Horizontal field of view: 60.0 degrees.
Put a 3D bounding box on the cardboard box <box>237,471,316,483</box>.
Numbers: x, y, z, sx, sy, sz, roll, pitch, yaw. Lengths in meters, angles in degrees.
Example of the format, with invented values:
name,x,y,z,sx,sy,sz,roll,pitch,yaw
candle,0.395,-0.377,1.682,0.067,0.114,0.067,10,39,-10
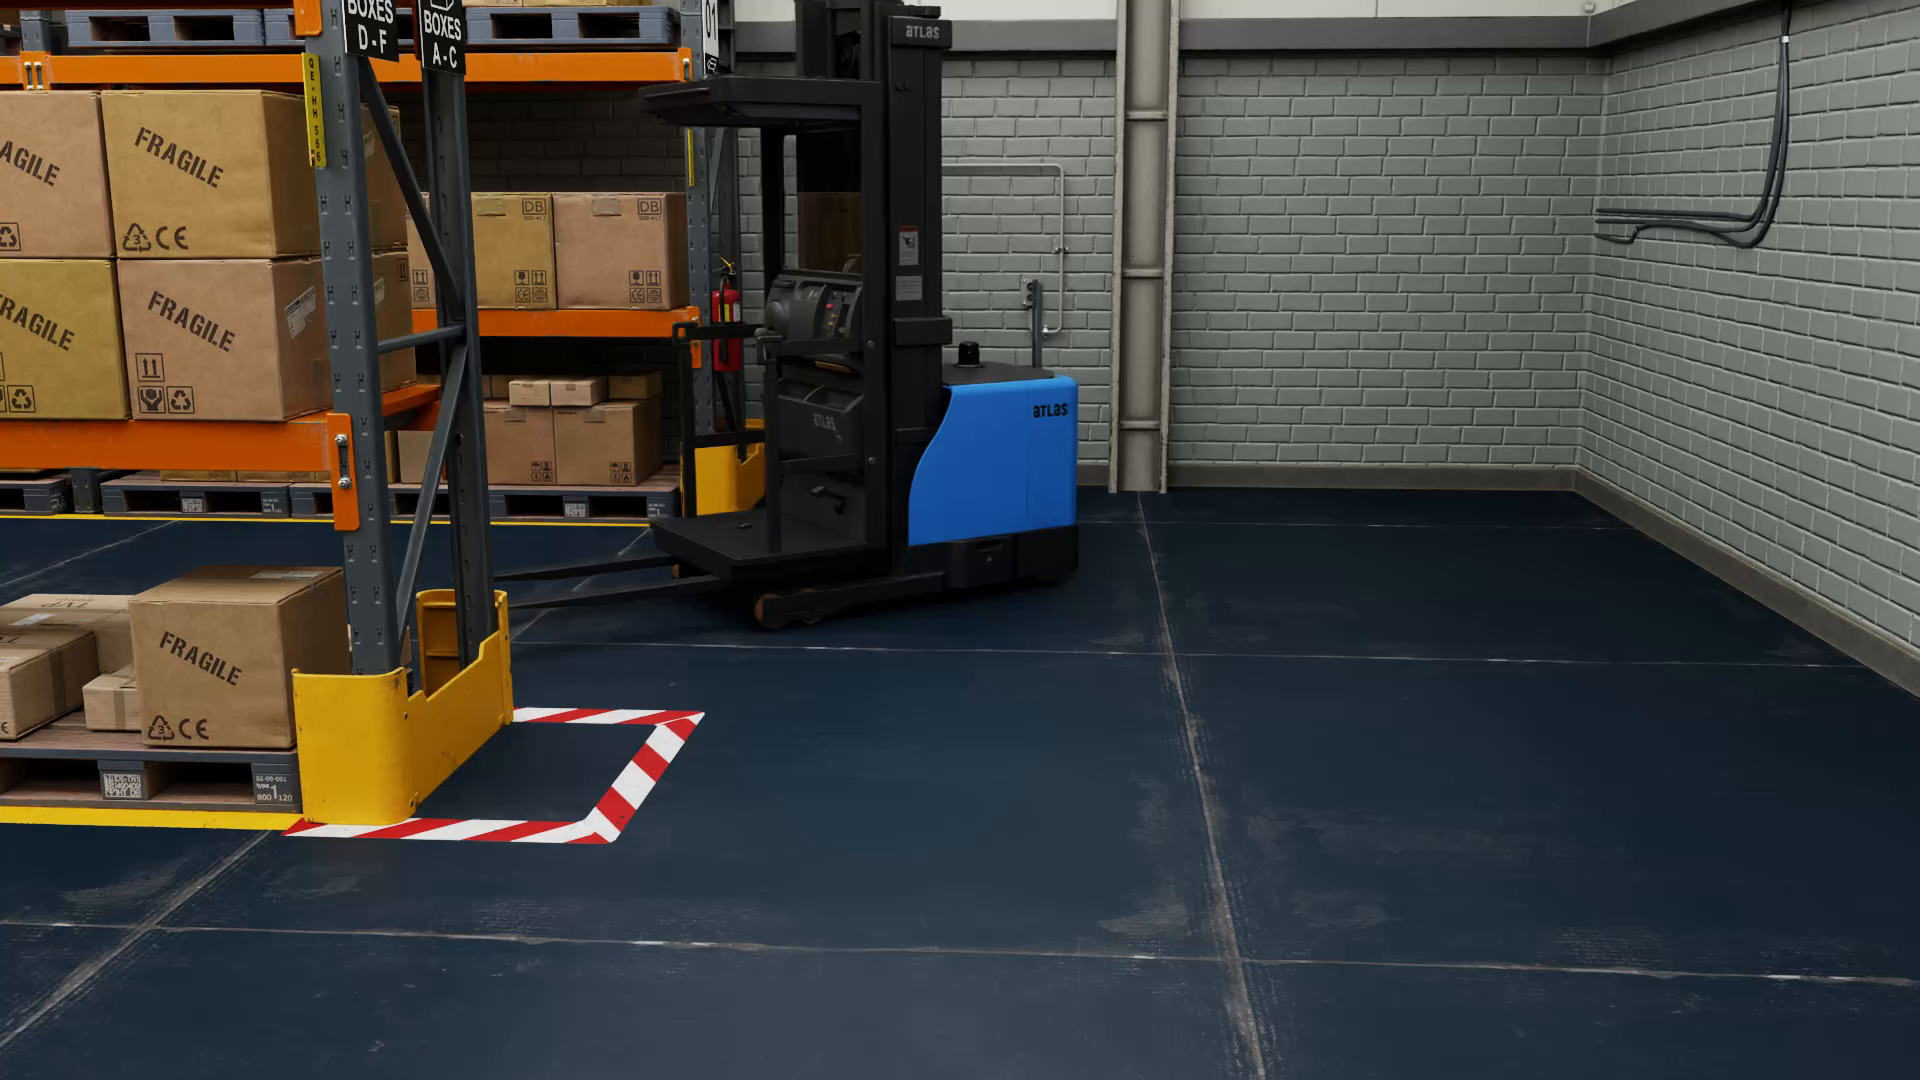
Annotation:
name,x,y,z,sx,sy,sz,roll,pitch,yaw
cardboard box,-4.283,-0.677,10.756,0.500,0.500,0.700,1,12,3

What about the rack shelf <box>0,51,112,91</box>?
name,x,y,z,sx,sy,sz,roll,pitch,yaw
rack shelf,-7.519,-2.877,10.625,4.000,0.370,1.077,1,12,4

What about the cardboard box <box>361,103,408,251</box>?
name,x,y,z,sx,sy,sz,roll,pitch,yaw
cardboard box,-2.285,-1.265,5.802,0.500,0.500,0.500,1,12,5

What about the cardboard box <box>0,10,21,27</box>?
name,x,y,z,sx,sy,sz,roll,pitch,yaw
cardboard box,-6.394,-3.500,10.530,0.500,0.500,0.700,0,12,1

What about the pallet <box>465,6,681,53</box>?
name,x,y,z,sx,sy,sz,roll,pitch,yaw
pallet,-2.273,-3.111,10.207,1.213,0.211,1.003,1,12,4

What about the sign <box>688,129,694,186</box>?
name,x,y,z,sx,sy,sz,roll,pitch,yaw
sign,-1.583,-2.251,9.795,0.005,0.325,0.100,1,12,4

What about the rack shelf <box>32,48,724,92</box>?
name,x,y,z,sx,sy,sz,roll,pitch,yaw
rack shelf,-3.528,-2.822,10.364,4.000,0.370,1.077,1,12,4

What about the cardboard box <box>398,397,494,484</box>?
name,x,y,z,sx,sy,sz,roll,pitch,yaw
cardboard box,-3.239,-0.663,10.692,0.500,0.500,0.700,0,12,2

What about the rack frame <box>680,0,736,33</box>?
name,x,y,z,sx,sy,sz,roll,pitch,yaw
rack frame,-1.533,-4.615,9.852,0.127,3.000,1.000,1,12,4

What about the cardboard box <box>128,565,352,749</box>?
name,x,y,z,sx,sy,sz,roll,pitch,yaw
cardboard box,-2.419,0.385,5.634,0.500,0.500,0.500,1,12,4

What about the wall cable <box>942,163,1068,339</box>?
name,x,y,z,sx,sy,sz,roll,pitch,yaw
wall cable,-0.192,-2.352,11.202,1.851,1.984,0.084,1,12,4

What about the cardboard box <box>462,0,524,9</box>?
name,x,y,z,sx,sy,sz,roll,pitch,yaw
cardboard box,-2.800,-3.291,9.943,0.500,0.250,0.500,0,12,2

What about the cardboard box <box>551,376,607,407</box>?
name,x,y,z,sx,sy,sz,roll,pitch,yaw
cardboard box,-2.378,-0.932,10.391,0.250,0.149,0.380,1,12,3

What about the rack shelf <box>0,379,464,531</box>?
name,x,y,z,sx,sy,sz,roll,pitch,yaw
rack shelf,-3.855,-0.342,5.833,4.000,0.370,1.077,1,12,4

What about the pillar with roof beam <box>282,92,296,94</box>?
name,x,y,z,sx,sy,sz,roll,pitch,yaw
pillar with roof beam,-5.055,-3.957,6.708,0.400,9.000,9.100,1,12,4

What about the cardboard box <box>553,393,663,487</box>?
name,x,y,z,sx,sy,sz,roll,pitch,yaw
cardboard box,-2.238,-0.650,10.627,0.500,0.500,0.700,1,12,4

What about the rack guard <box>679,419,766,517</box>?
name,x,y,z,sx,sy,sz,roll,pitch,yaw
rack guard,-1.509,-0.455,10.721,0.348,0.500,1.175,1,12,4

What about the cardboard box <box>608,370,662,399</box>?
name,x,y,z,sx,sy,sz,roll,pitch,yaw
cardboard box,-2.100,-1.006,10.748,0.250,0.149,0.380,1,12,4

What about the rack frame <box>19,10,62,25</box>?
name,x,y,z,sx,sy,sz,roll,pitch,yaw
rack frame,-5.524,-4.670,10.114,0.127,3.000,1.000,1,12,4

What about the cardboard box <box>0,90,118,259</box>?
name,x,y,z,sx,sy,sz,roll,pitch,yaw
cardboard box,-2.826,-1.162,5.308,0.500,0.500,0.500,1,12,5

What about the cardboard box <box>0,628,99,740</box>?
name,x,y,z,sx,sy,sz,roll,pitch,yaw
cardboard box,-3.365,0.488,5.751,0.500,0.250,0.500,1,12,4

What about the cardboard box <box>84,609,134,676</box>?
name,x,y,z,sx,sy,sz,roll,pitch,yaw
cardboard box,-2.882,0.392,6.210,0.500,0.250,0.500,1,12,4

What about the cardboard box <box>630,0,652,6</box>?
name,x,y,z,sx,sy,sz,roll,pitch,yaw
cardboard box,-2.245,-3.388,10.409,0.500,0.250,0.500,1,12,7

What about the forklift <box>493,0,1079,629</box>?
name,x,y,z,sx,sy,sz,roll,pitch,yaw
forklift,-0.901,-1.141,8.063,3.031,2.935,1.130,-7,14,-31

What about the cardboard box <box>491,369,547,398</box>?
name,x,y,z,sx,sy,sz,roll,pitch,yaw
cardboard box,-2.855,-1.017,10.797,0.250,0.149,0.380,1,12,4

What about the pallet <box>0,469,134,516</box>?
name,x,y,z,sx,sy,sz,roll,pitch,yaw
pallet,-6.299,-0.364,10.990,1.213,0.211,1.003,1,12,4

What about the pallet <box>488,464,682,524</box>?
name,x,y,z,sx,sy,sz,roll,pitch,yaw
pallet,-2.336,-0.309,10.728,1.213,0.211,1.003,1,12,4

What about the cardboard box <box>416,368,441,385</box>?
name,x,y,z,sx,sy,sz,roll,pitch,yaw
cardboard box,-3.365,-1.023,10.829,0.250,0.149,0.380,1,12,4

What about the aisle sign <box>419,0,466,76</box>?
name,x,y,z,sx,sy,sz,roll,pitch,yaw
aisle sign,-1.772,-1.998,5.644,0.004,0.787,0.394,1,12,4

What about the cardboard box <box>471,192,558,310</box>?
name,x,y,z,sx,sy,sz,roll,pitch,yaw
cardboard box,-2.769,-1.838,10.496,0.700,0.700,0.980,1,12,3

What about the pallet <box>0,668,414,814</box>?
name,x,y,z,sx,sy,sz,roll,pitch,yaw
pallet,-2.731,0.687,5.970,1.213,0.211,1.003,1,12,4

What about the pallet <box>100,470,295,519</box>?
name,x,y,z,sx,sy,sz,roll,pitch,yaw
pallet,-4.770,-0.342,10.887,1.213,0.211,1.003,1,12,4

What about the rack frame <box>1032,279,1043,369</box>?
name,x,y,z,sx,sy,sz,roll,pitch,yaw
rack frame,0.444,-0.745,9.665,0.032,1.500,0.500,0,12,0

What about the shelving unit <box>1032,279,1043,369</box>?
name,x,y,z,sx,sy,sz,roll,pitch,yaw
shelving unit,-0.064,-0.744,9.662,1.048,1.500,0.538,0,12,0

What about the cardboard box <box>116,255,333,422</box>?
name,x,y,z,sx,sy,sz,roll,pitch,yaw
cardboard box,-2.325,-0.666,5.381,0.500,0.500,0.500,1,12,5
